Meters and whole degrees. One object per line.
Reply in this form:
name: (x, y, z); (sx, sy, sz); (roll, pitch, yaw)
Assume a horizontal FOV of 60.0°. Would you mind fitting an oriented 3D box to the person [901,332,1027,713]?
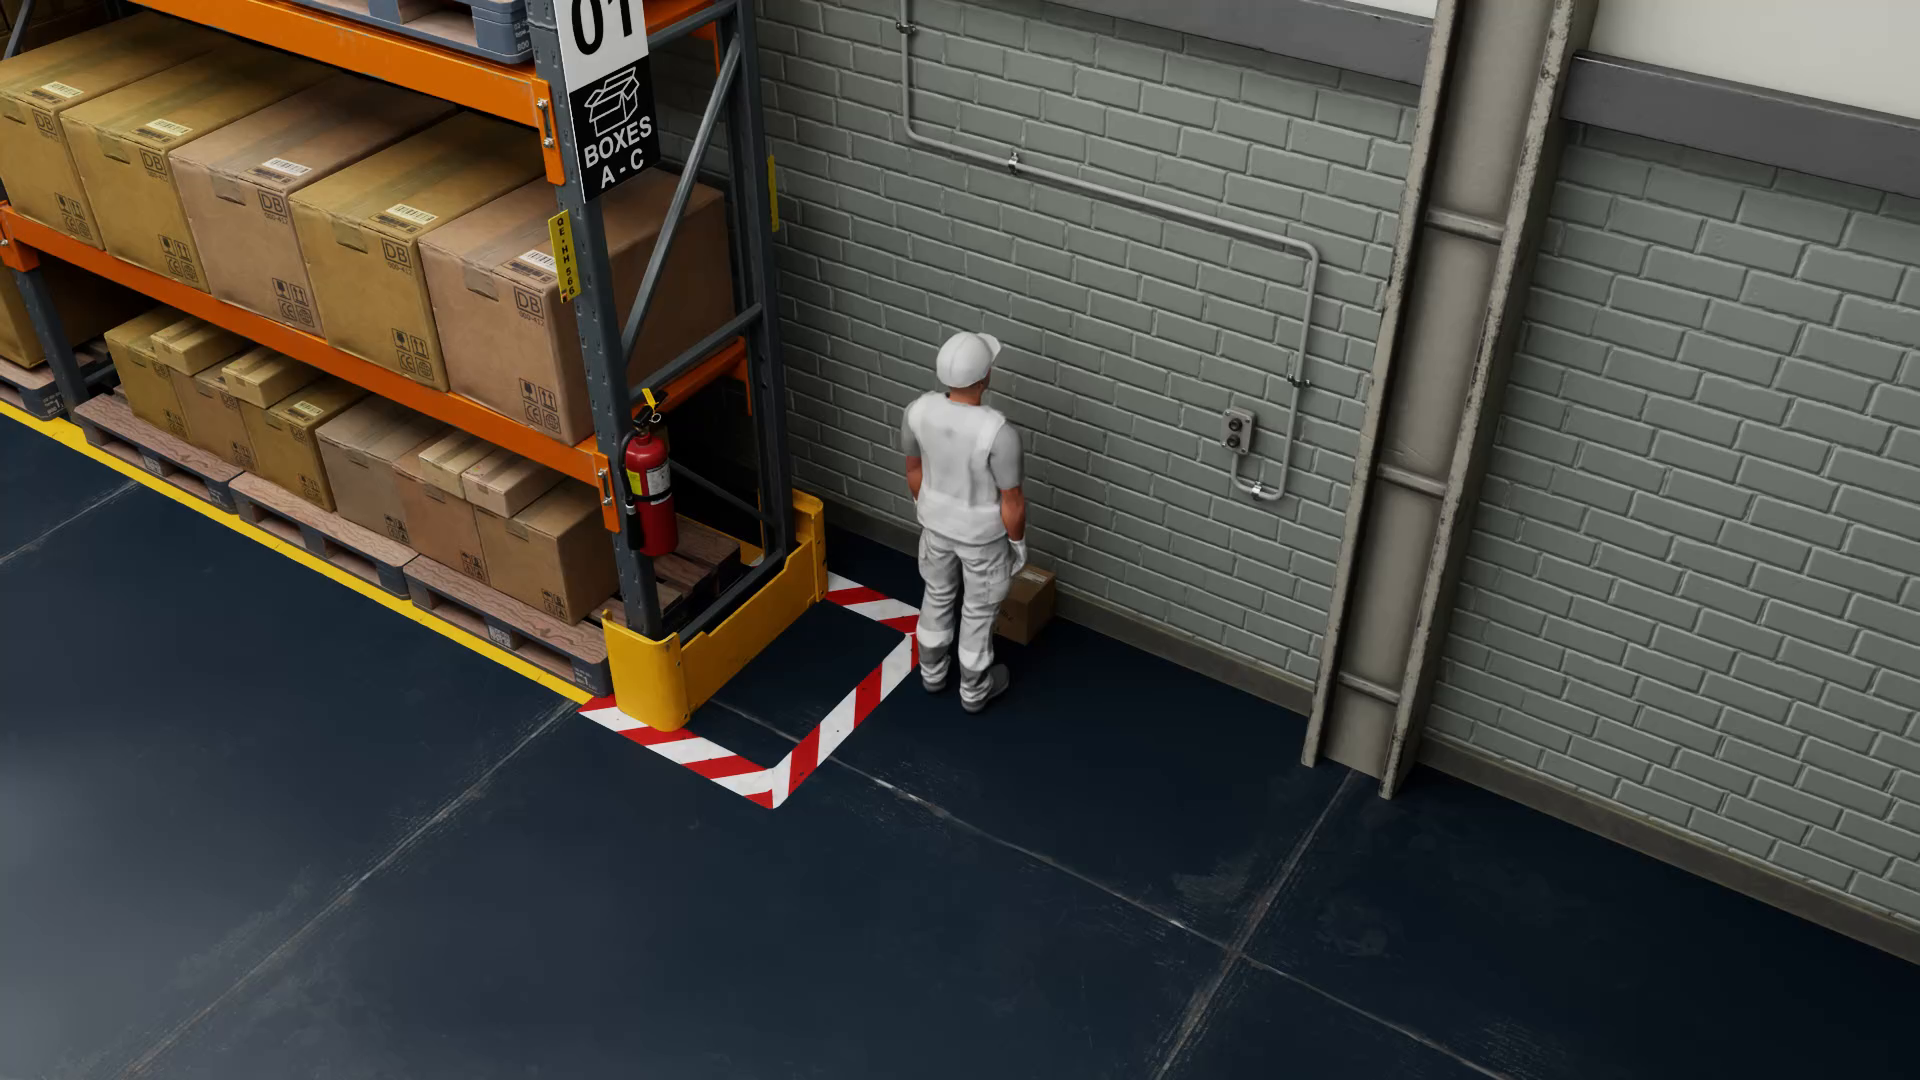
person: (0.033, -0.062, 6.716); (0.554, 1.800, 0.325); (21, 43, 24)
